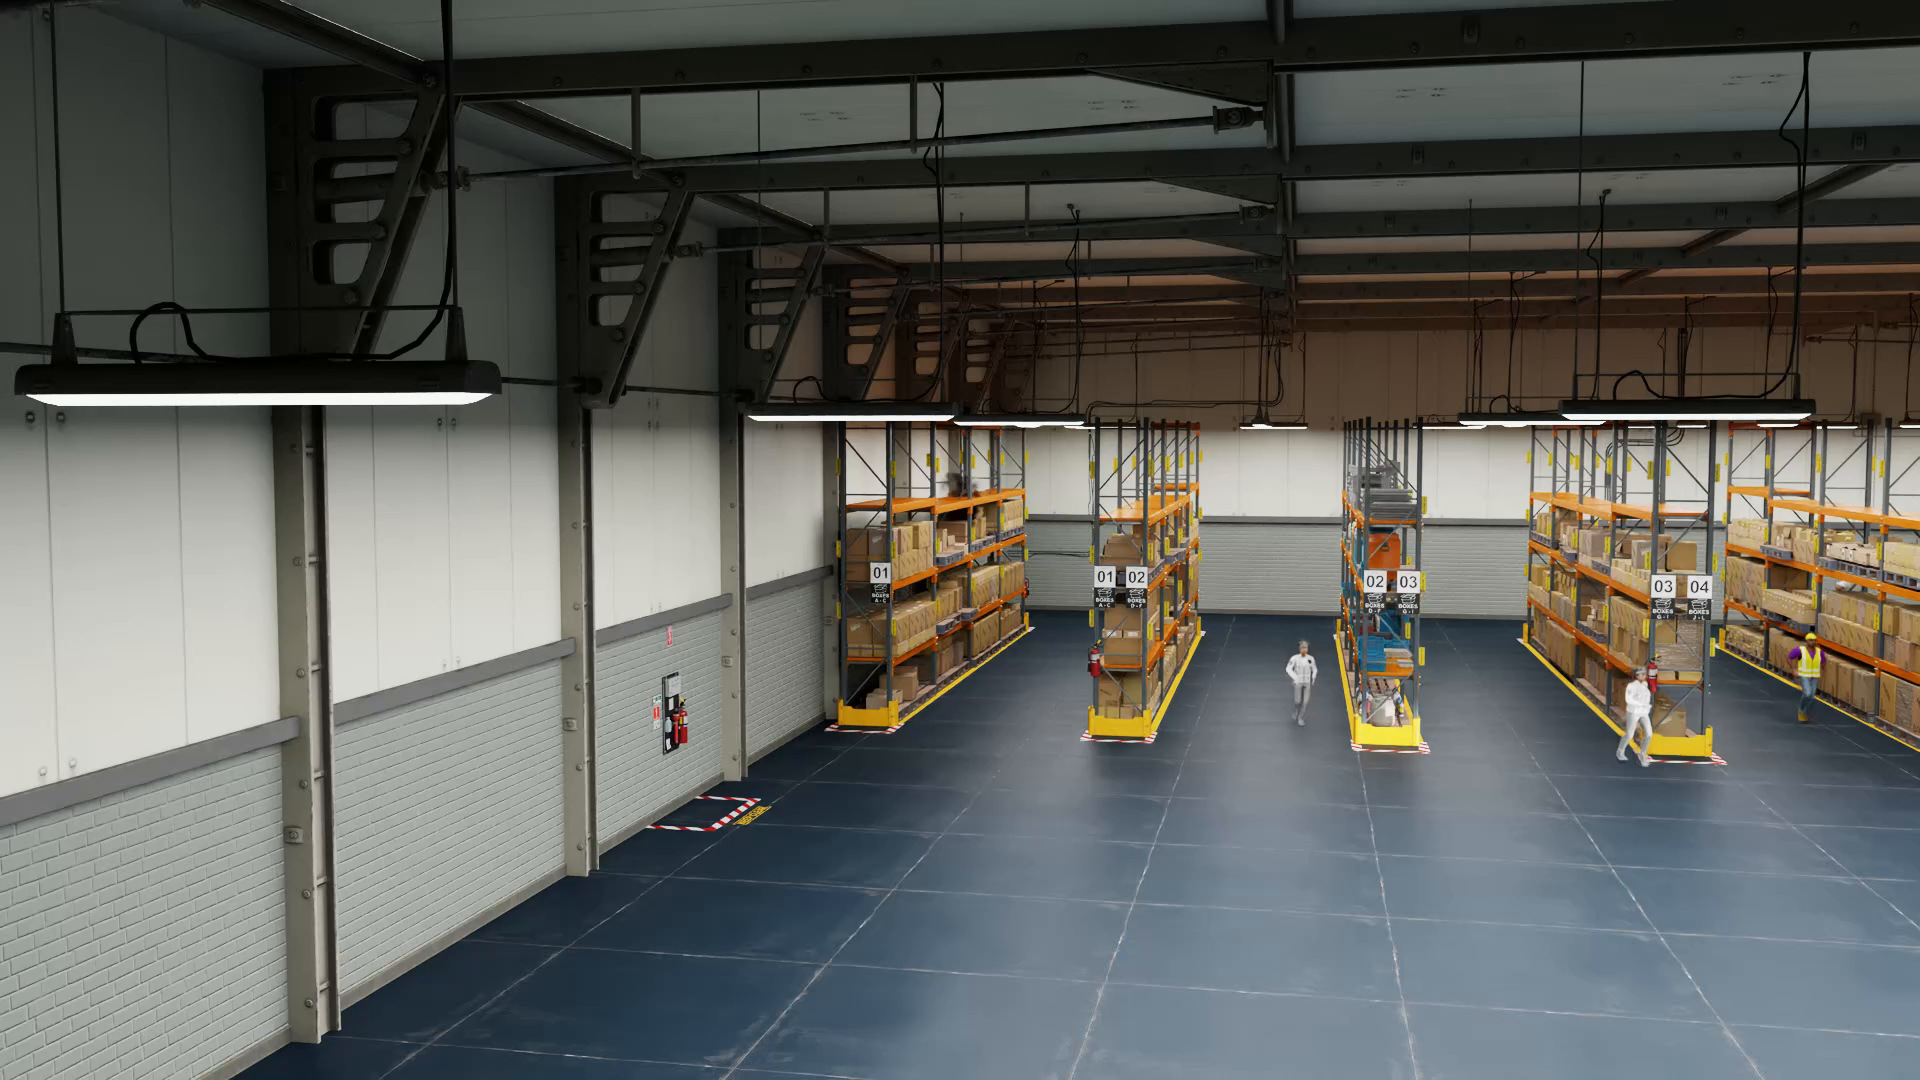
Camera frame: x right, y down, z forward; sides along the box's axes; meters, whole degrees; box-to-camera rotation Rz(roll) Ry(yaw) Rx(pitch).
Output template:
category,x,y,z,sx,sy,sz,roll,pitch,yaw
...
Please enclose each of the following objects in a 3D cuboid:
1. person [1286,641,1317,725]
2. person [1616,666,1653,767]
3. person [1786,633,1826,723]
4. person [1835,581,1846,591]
category,x,y,z,sx,sy,sz,roll,pitch,yaw
person,6.693,2.787,32.490,0.602,1.651,0.542,0,4,0
person,11.687,3.033,28.650,0.637,1.755,0.717,-1,4,-20
person,16.736,2.725,32.777,0.673,1.774,0.710,0,4,1
person,23.612,1.961,44.645,0.618,1.731,0.670,1,4,11
